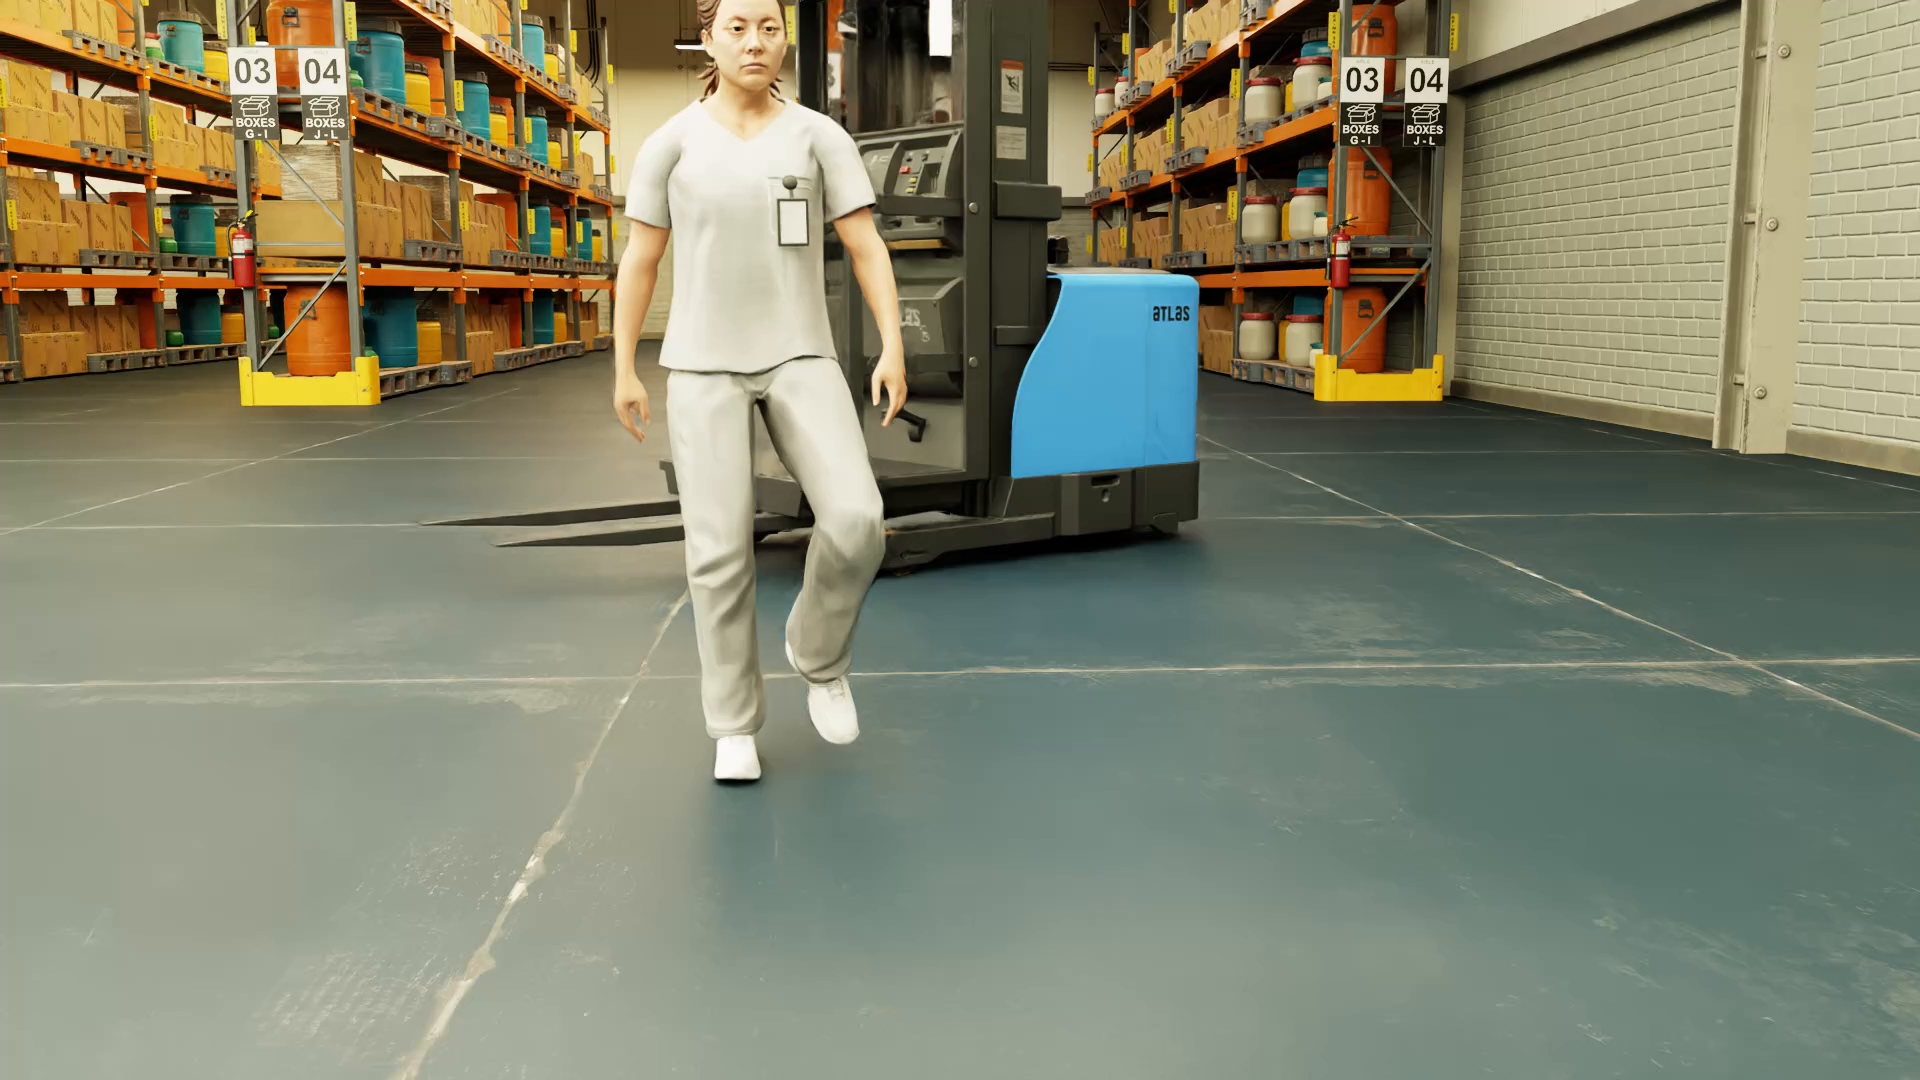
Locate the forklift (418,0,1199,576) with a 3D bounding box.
[{"bbox_3d":[-0.472,-1.391,6.198,3.031,2.935,1.130,-7,11,-38],"label":"forklift"}]

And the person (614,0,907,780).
[{"bbox_3d":[-0.411,-0.333,3.428,0.594,1.655,0.460,-2,9,-12],"label":"person"}]
